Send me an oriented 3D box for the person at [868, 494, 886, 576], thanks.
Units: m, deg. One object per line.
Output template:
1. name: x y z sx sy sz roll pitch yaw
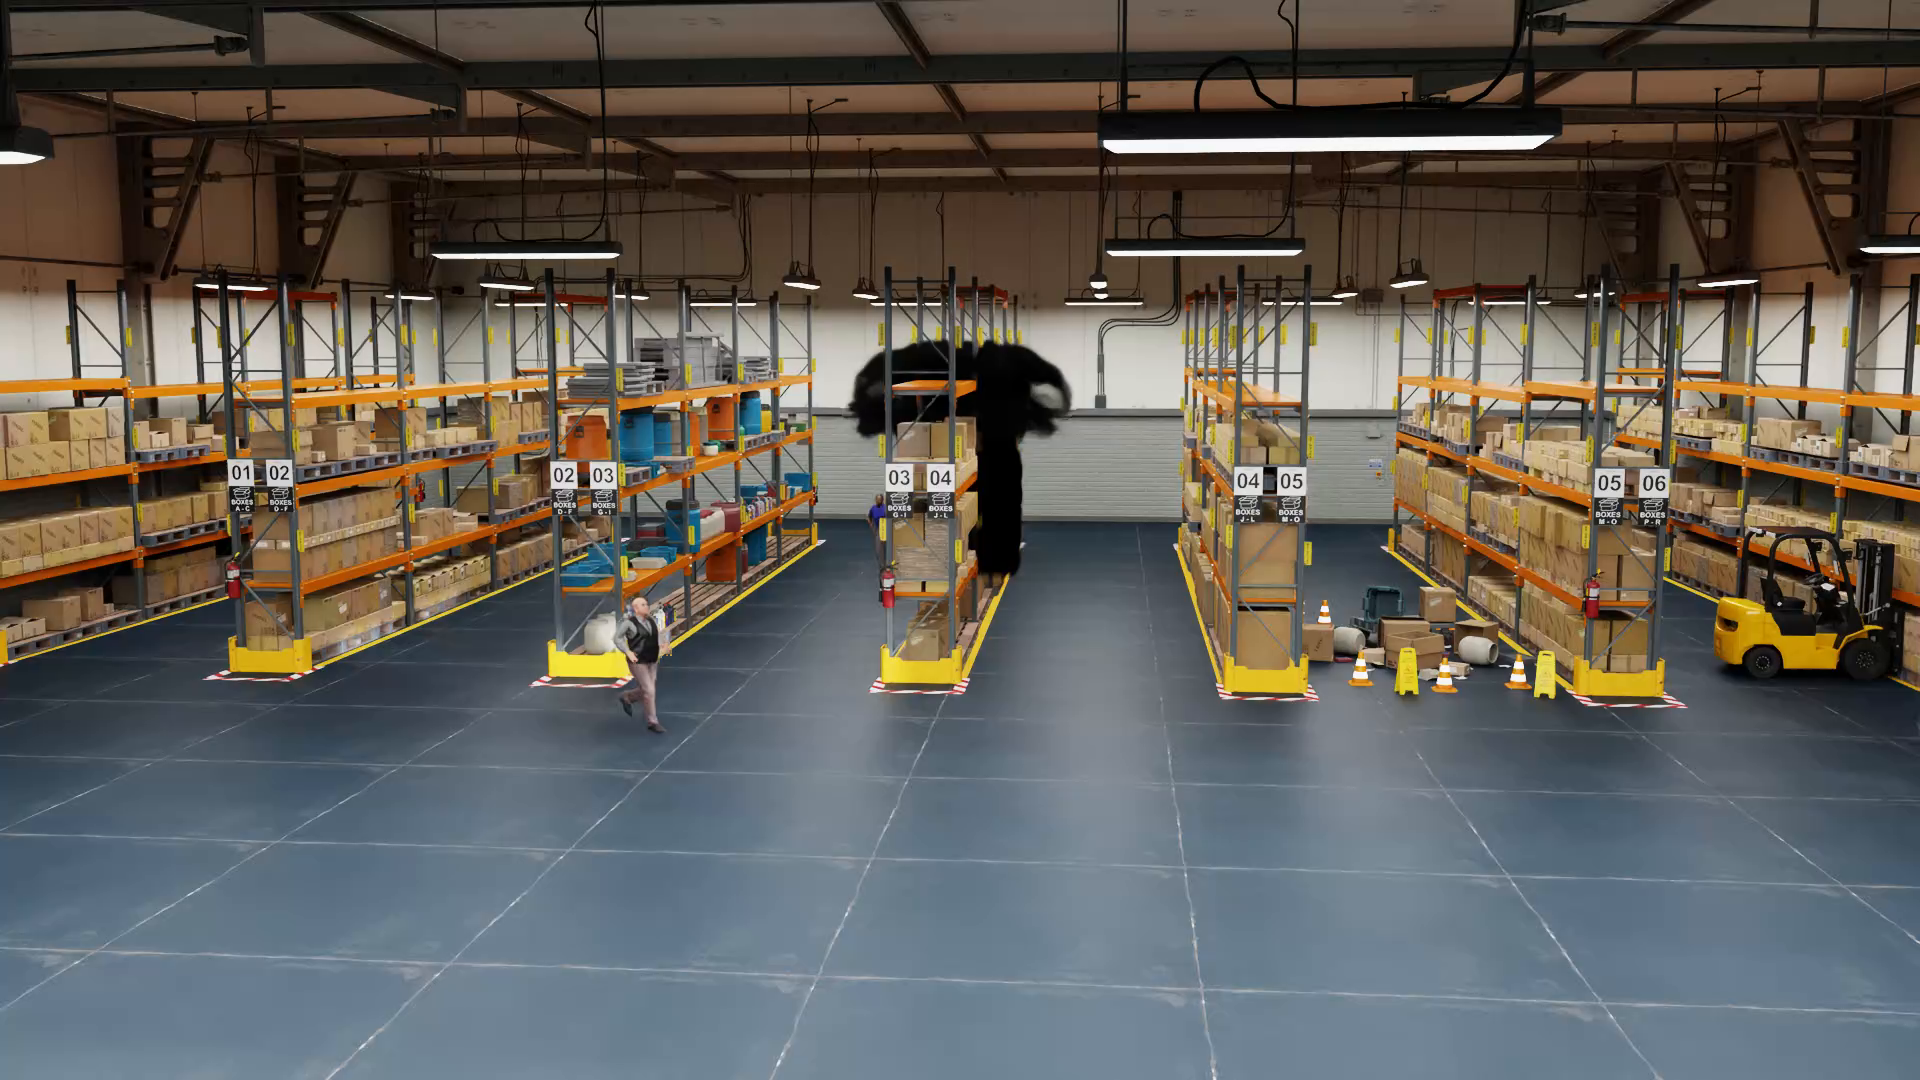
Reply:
1. person: -1.563 -0.134 33.590 0.586 1.637 0.769 1 7 7

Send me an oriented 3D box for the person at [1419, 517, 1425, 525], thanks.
1. person: 11.795 -0.912 41.555 0.716 1.813 0.634 -2 7 -16

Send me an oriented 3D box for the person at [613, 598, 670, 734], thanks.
1. person: -4.097 1.588 21.305 0.872 1.720 0.663 4 8 33
